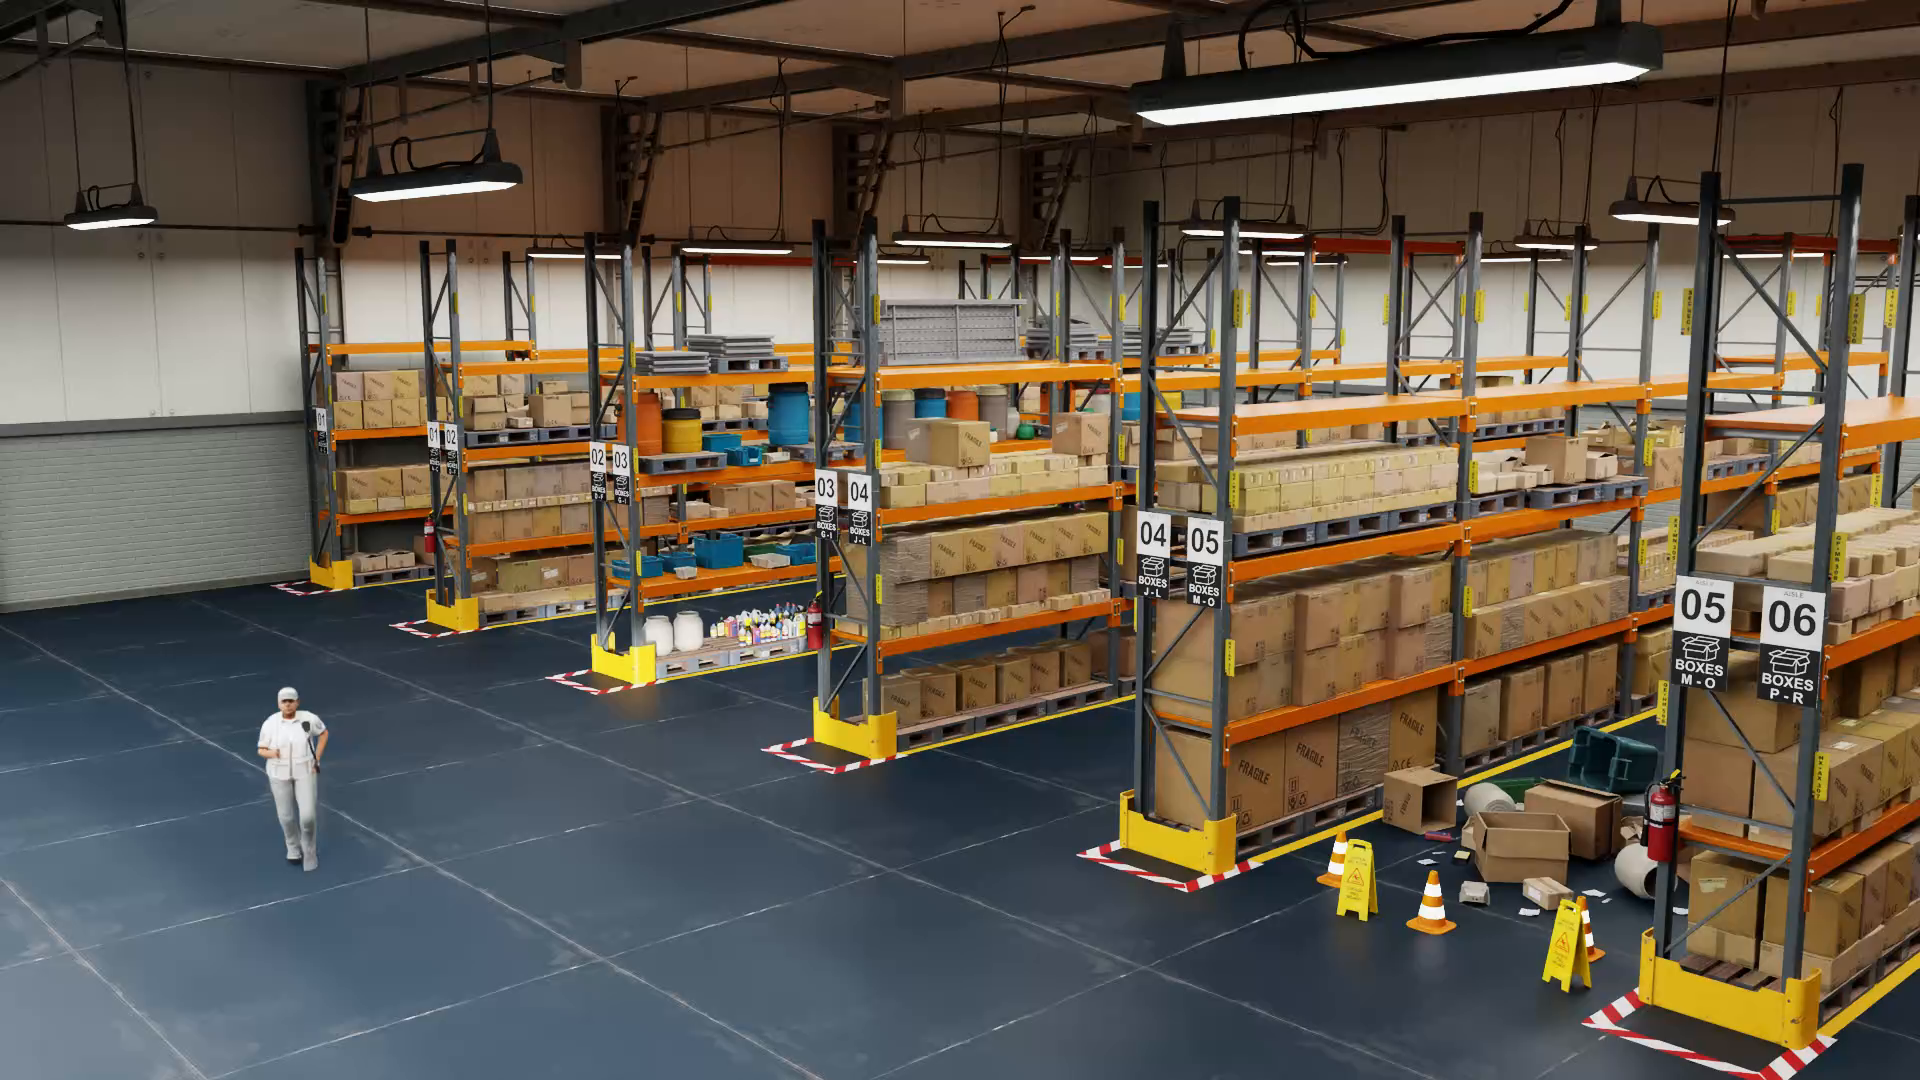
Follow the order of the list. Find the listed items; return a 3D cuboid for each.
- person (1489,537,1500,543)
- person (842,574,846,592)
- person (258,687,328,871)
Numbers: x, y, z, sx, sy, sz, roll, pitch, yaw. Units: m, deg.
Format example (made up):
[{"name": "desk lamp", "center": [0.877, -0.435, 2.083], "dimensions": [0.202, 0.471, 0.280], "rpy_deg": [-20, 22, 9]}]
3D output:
[{"name": "person", "center": [8.035, 0.724, 25.106], "dimensions": [0.530, 1.553, 0.552], "rpy_deg": [8, 12, 43]}, {"name": "person", "center": [-1.693, -0.093, 27.992], "dimensions": [0.672, 1.891, 0.792], "rpy_deg": [6, 10, 36]}, {"name": "person", "center": [-6.018, 2.169, 15.033], "dimensions": [0.583, 1.700, 0.660], "rpy_deg": [-3, 9, -17]}]
